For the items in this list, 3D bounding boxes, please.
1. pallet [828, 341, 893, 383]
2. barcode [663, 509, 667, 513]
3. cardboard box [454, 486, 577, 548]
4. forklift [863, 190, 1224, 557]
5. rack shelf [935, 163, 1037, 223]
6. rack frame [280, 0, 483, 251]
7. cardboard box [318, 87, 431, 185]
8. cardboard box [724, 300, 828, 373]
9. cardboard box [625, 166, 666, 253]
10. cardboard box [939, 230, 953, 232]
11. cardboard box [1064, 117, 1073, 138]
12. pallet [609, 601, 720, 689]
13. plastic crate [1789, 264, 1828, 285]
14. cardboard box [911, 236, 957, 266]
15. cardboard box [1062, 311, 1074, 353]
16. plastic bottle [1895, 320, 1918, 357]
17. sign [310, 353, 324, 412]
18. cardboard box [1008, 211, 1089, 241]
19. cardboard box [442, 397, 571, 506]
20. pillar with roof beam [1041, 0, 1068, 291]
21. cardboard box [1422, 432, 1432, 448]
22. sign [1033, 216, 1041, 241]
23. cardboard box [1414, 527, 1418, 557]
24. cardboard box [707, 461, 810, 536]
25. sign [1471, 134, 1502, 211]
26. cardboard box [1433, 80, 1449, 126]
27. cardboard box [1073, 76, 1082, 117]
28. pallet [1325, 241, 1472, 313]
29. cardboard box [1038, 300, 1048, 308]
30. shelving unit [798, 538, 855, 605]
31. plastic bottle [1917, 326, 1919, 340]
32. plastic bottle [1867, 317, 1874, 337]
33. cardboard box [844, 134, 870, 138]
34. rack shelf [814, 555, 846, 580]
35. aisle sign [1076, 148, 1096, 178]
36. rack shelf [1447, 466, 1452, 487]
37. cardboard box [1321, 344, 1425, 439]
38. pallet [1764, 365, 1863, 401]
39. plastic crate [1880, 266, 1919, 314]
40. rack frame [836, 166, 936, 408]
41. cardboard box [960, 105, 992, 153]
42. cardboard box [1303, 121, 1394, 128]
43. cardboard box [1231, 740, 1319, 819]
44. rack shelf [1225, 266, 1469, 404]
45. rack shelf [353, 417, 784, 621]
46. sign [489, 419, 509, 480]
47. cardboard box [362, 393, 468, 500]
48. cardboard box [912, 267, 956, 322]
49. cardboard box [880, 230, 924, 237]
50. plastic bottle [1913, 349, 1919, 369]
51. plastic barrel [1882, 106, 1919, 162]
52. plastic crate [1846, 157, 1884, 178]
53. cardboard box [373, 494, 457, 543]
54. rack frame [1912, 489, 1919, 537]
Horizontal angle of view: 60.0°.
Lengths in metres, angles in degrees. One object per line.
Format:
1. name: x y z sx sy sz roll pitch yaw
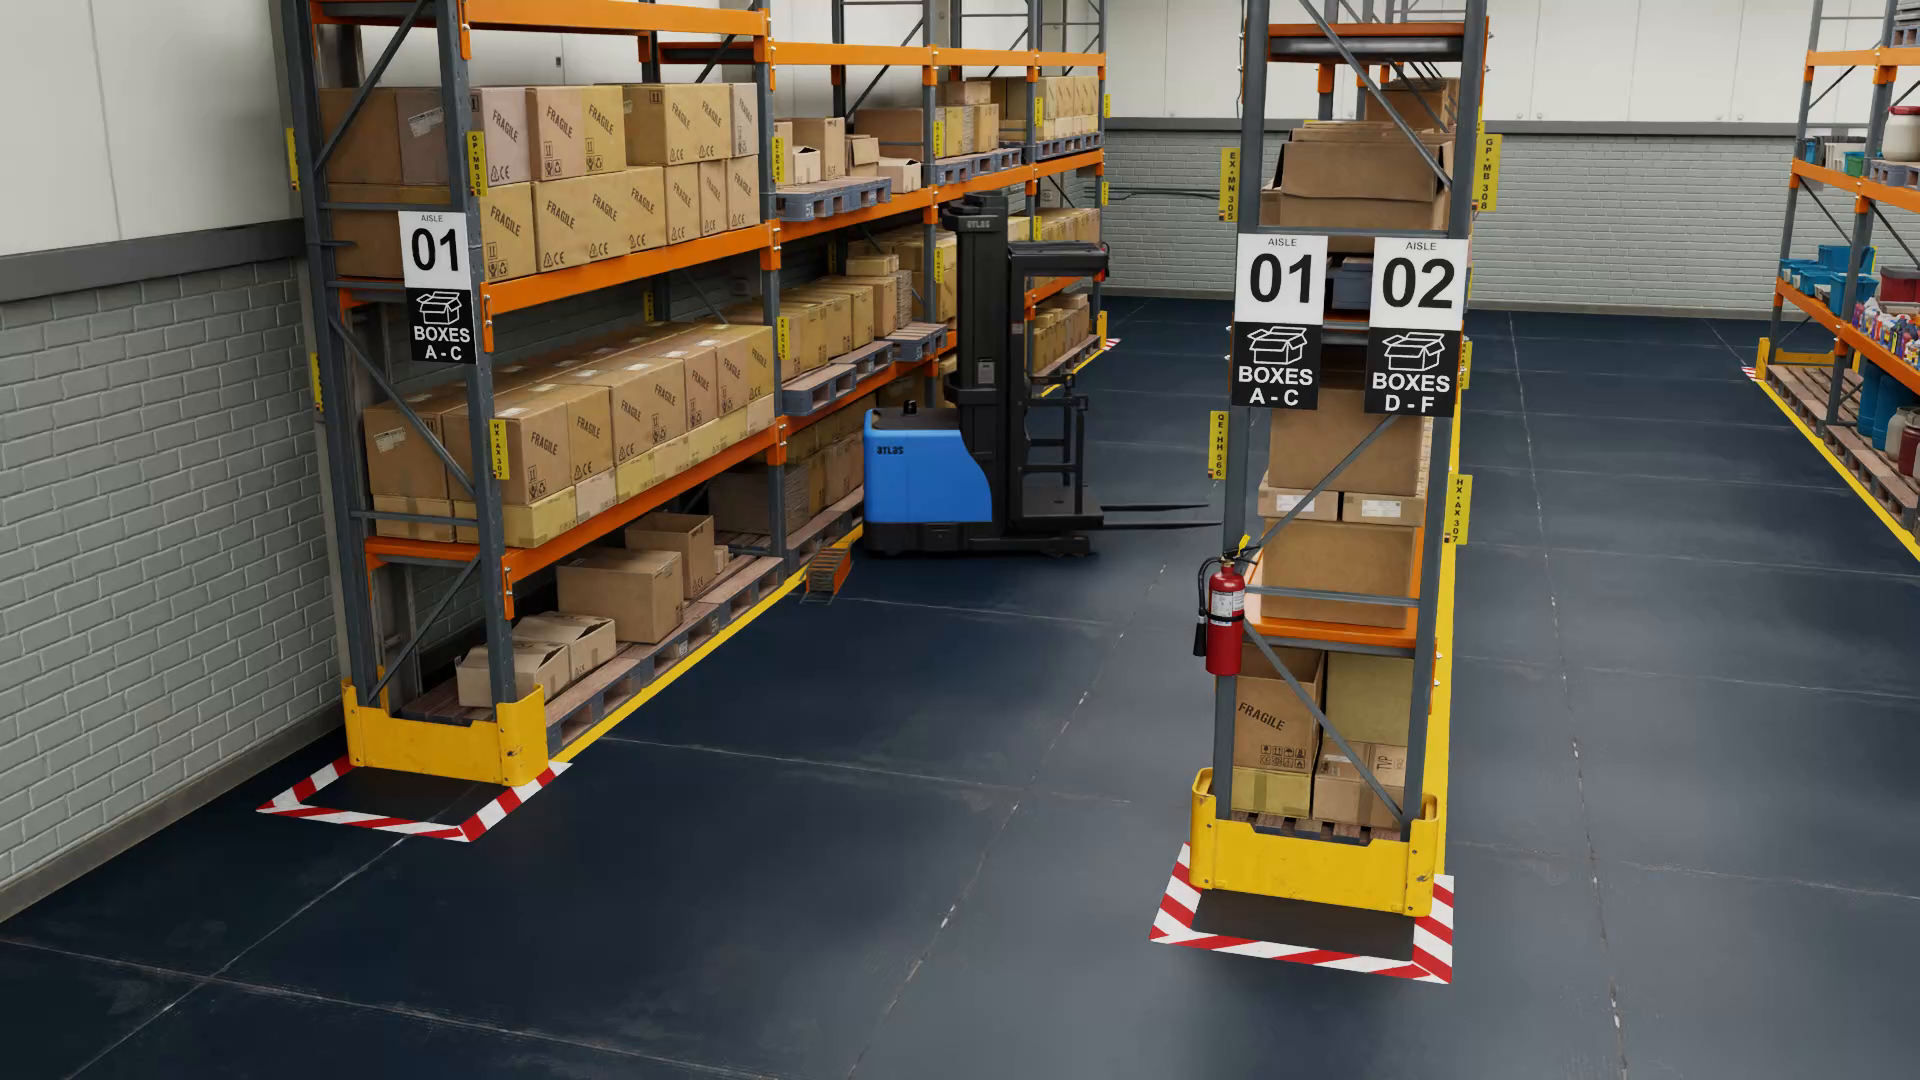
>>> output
1. pallet: -1.256 -1.592 14.798 1.003 0.211 1.213 5 16 16
2. barcode: -2.253 -0.200 12.724 0.001 0.075 0.075 5 16 16
3. cardboard box: -2.563 -0.153 9.611 0.500 0.250 0.500 4 16 14
4. forklift: 0.695 -1.410 13.930 3.031 2.935 1.130 -1 16 -2
5. rack shelf: -0.165 -3.826 18.143 1.077 0.370 4.000 5 16 16
6. rack frame: -3.006 -2.999 8.411 1.000 3.000 0.127 5 16 16
7. cardboard box: -3.135 -2.228 9.137 0.500 0.500 0.500 5 17 18
8. cardboard box: -1.527 -1.695 13.819 0.700 0.500 0.500 6 17 22
9. cardboard box: -2.209 -2.097 10.510 0.500 0.500 0.500 6 17 19
10. cardboard box: 0.073 -3.272 18.229 0.500 0.250 0.500 4 16 15
11. cardboard box: 1.150 -5.301 21.345 0.500 0.250 0.500 4 16 14
12. pallet: -2.372 0.681 11.542 1.003 0.211 1.213 5 16 16
13. plastic crate: 10.466 -3.268 20.549 0.416 0.233 0.300 5 16 16
14. cardboard box: -0.205 -3.007 17.294 0.500 0.250 0.500 4 16 15
15. cardboard box: 1.153 -2.845 22.673 0.700 0.500 0.500 4 16 14
16. plastic bottle: 8.881 -1.890 15.587 0.144 0.351 0.185 5 16 16
17. sign: -3.533 -0.870 9.199 0.100 0.325 0.005 5 16 16
18. cardboard box: 1.209 -4.118 22.800 0.980 0.700 0.700 4 16 15
19. cardboard box: -2.583 -0.513 9.503 0.500 0.500 0.500 5 16 16
20. pillar with roof beam: 5.606 -7.625 24.719 9.100 9.000 0.400 5 16 16
21. cardboard box: 2.426 -0.513 9.268 0.380 0.149 0.250 4 16 15
22. sign: 0.927 -3.732 20.012 0.100 0.325 0.005 5 16 16
23. cardboard box: 2.180 -0.166 9.235 0.700 0.500 0.500 5 17 16
24. cardboard box: -1.677 -0.362 13.884 0.700 0.500 0.500 5 17 18
25. sign: 2.274 -1.587 7.182 0.100 0.325 0.005 5 16 16
26. cardboard box: 4.437 -4.175 16.040 0.500 0.500 0.500 5 16 16
27. cardboard box: 1.301 -5.801 21.734 0.500 0.500 0.500 4 16 13
28. pallet: 1.970 -1.313 8.127 1.003 0.211 1.213 5 16 16
29. cardboard box: 0.995 -3.203 22.747 0.380 0.149 0.250 5 17 17
30. shelving unit: -1.043 0.240 13.126 0.258 0.189 1.200 2 16 6
31. plastic bottle: 8.987 -1.856 15.591 0.061 0.283 0.133 5 16 16
32. plastic bottle: 9.215 -2.147 16.767 0.097 0.201 0.097 0 16 0
33. cardboard box: -1.158 -3.536 15.582 0.500 0.500 0.500 5 16 16
34. rack shelf: -1.036 0.219 13.198 0.258 0.180 0.103 2 16 6
35. aisle sign: 1.849 -5.545 23.618 0.394 0.787 0.004 5 16 16
36. rack shelf: 3.449 -0.953 13.511 1.077 0.370 4.000 5 16 16
37. cardboard box: 2.191 -0.807 9.116 0.700 0.500 0.500 5 16 16
38. pallet: 10.767 -1.976 20.910 1.003 0.211 1.213 5 16 16
39. plastic crate: 10.396 -2.758 18.328 0.402 0.464 0.583 5 16 16
40. rack frame: -0.733 -2.206 16.609 1.000 3.000 0.127 5 16 16
41. cardboard box: -0.048 -4.583 18.503 0.700 0.500 0.500 4 16 15
42. cardboard box: 2.485 -2.425 10.677 0.500 0.500 0.500 6 17 20
43. cardboard box: 1.613 1.228 8.772 0.500 0.250 0.500 5 16 16
44. rack shelf: 2.312 -1.350 9.413 1.077 0.370 4.000 5 16 16
45. rack shelf: -2.438 -0.290 11.173 1.077 0.370 4.000 5 16 16
46. sign: -2.486 -0.487 8.964 0.100 0.325 0.005 5 16 16
47. cardboard box: -3.076 -0.551 9.638 0.500 0.500 0.500 4 16 15
48. cardboard box: -0.350 -2.514 16.930 0.500 0.500 0.500 5 17 18
49. cardboard box: -0.553 -3.175 17.888 0.500 0.250 0.500 4 16 14
50. plastic bottle: 8.670 -1.646 15.001 0.097 0.201 0.097 0 16 0
51. plastic barrel: 9.512 -4.076 16.688 0.433 0.535 0.433 0 16 0
52. plastic crate: 9.733 -3.959 17.683 0.450 0.188 0.662 5 16 16
53. cardboard box: -3.060 -0.188 9.732 0.500 0.250 0.500 5 17 17
54. rack frame: 8.766 -1.437 13.900 1.000 3.000 0.127 5 16 16
